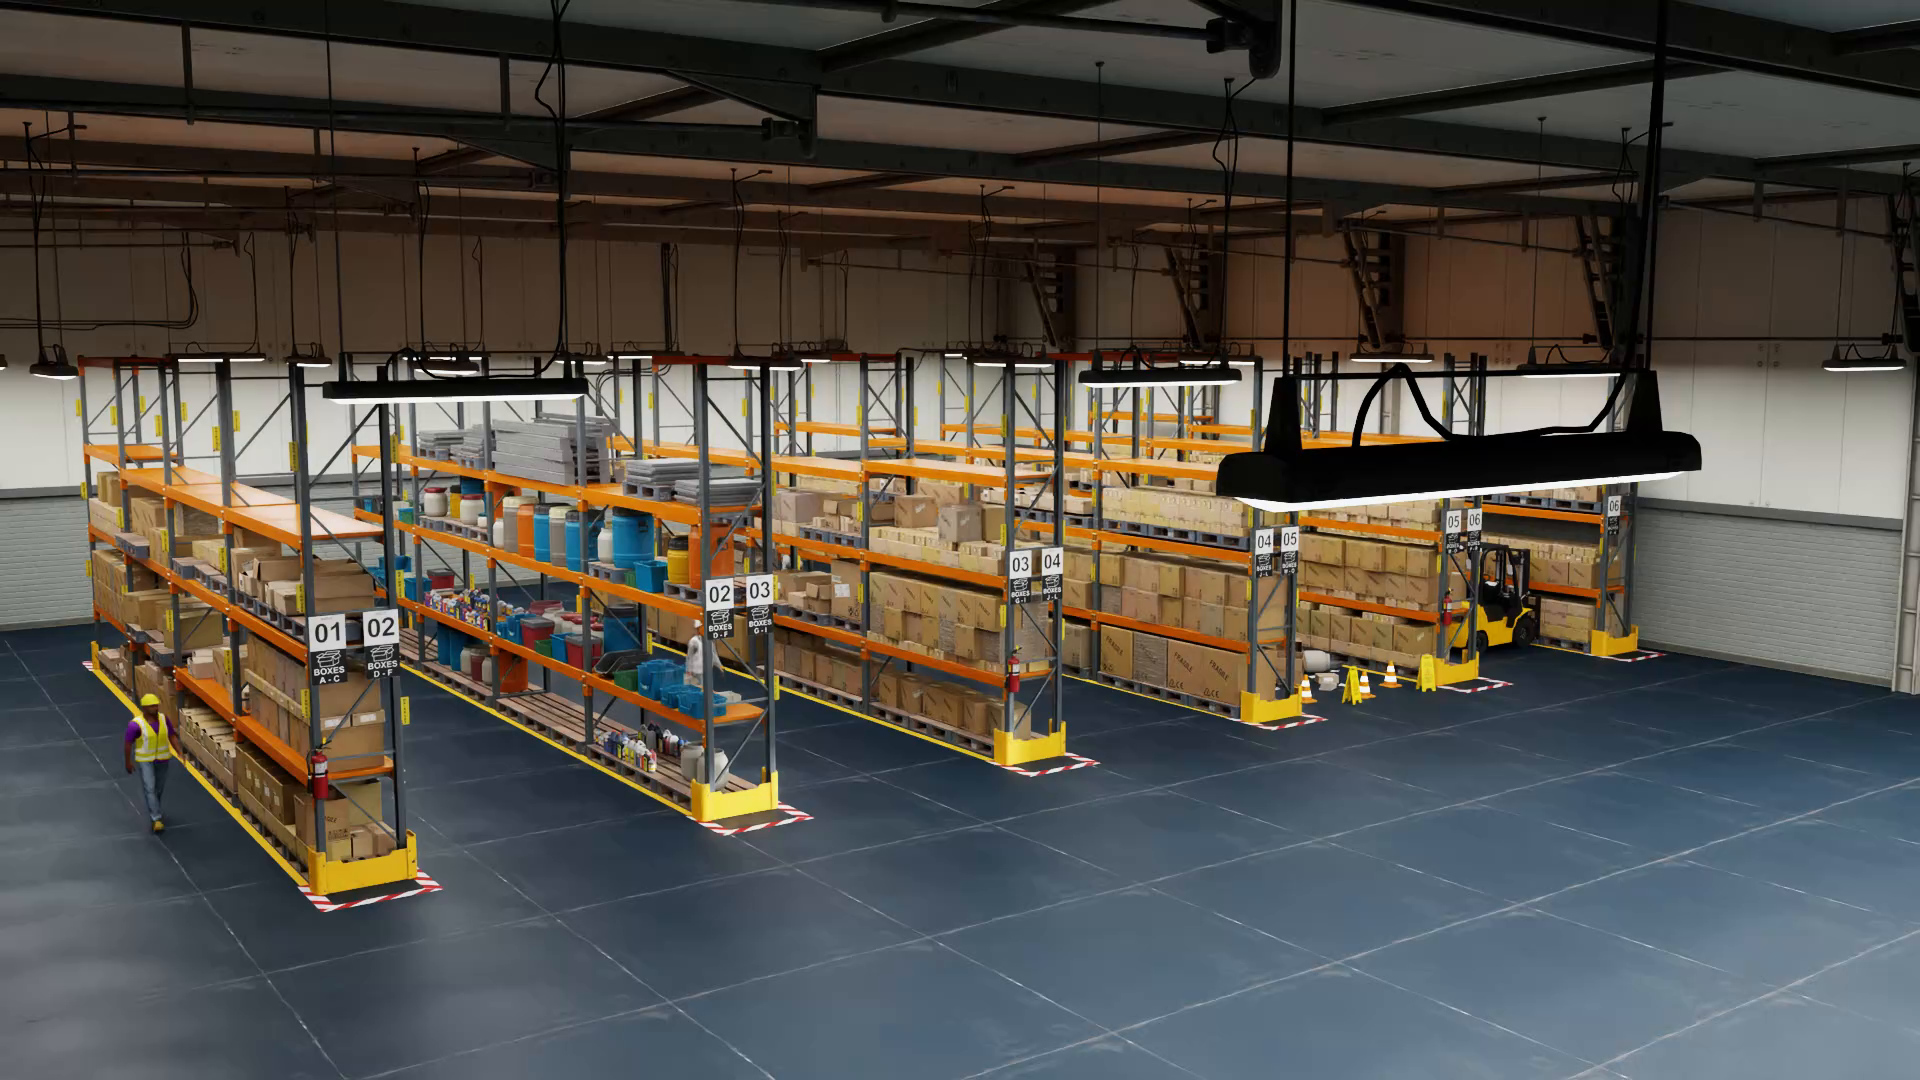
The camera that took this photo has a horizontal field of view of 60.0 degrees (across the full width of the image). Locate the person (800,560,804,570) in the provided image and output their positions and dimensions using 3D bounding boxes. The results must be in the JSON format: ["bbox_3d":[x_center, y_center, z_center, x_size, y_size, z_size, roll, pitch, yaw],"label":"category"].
[{"bbox_3d":[-3.287,1.305,34.138,0.609,1.781,0.550,1,7,6],"label":"person"}]

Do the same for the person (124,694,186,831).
[{"bbox_3d":[-10.480,2.850,21.645,0.685,1.710,1.079,-5,9,-38],"label":"person"}]

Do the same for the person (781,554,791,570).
[{"bbox_3d":[-4.458,0.259,42.927,0.509,1.752,1.046,7,10,44],"label":"person"}]

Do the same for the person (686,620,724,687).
[{"bbox_3d":[-4.222,2.140,27.389,1.094,1.707,0.574,5,9,38],"label":"person"}]
